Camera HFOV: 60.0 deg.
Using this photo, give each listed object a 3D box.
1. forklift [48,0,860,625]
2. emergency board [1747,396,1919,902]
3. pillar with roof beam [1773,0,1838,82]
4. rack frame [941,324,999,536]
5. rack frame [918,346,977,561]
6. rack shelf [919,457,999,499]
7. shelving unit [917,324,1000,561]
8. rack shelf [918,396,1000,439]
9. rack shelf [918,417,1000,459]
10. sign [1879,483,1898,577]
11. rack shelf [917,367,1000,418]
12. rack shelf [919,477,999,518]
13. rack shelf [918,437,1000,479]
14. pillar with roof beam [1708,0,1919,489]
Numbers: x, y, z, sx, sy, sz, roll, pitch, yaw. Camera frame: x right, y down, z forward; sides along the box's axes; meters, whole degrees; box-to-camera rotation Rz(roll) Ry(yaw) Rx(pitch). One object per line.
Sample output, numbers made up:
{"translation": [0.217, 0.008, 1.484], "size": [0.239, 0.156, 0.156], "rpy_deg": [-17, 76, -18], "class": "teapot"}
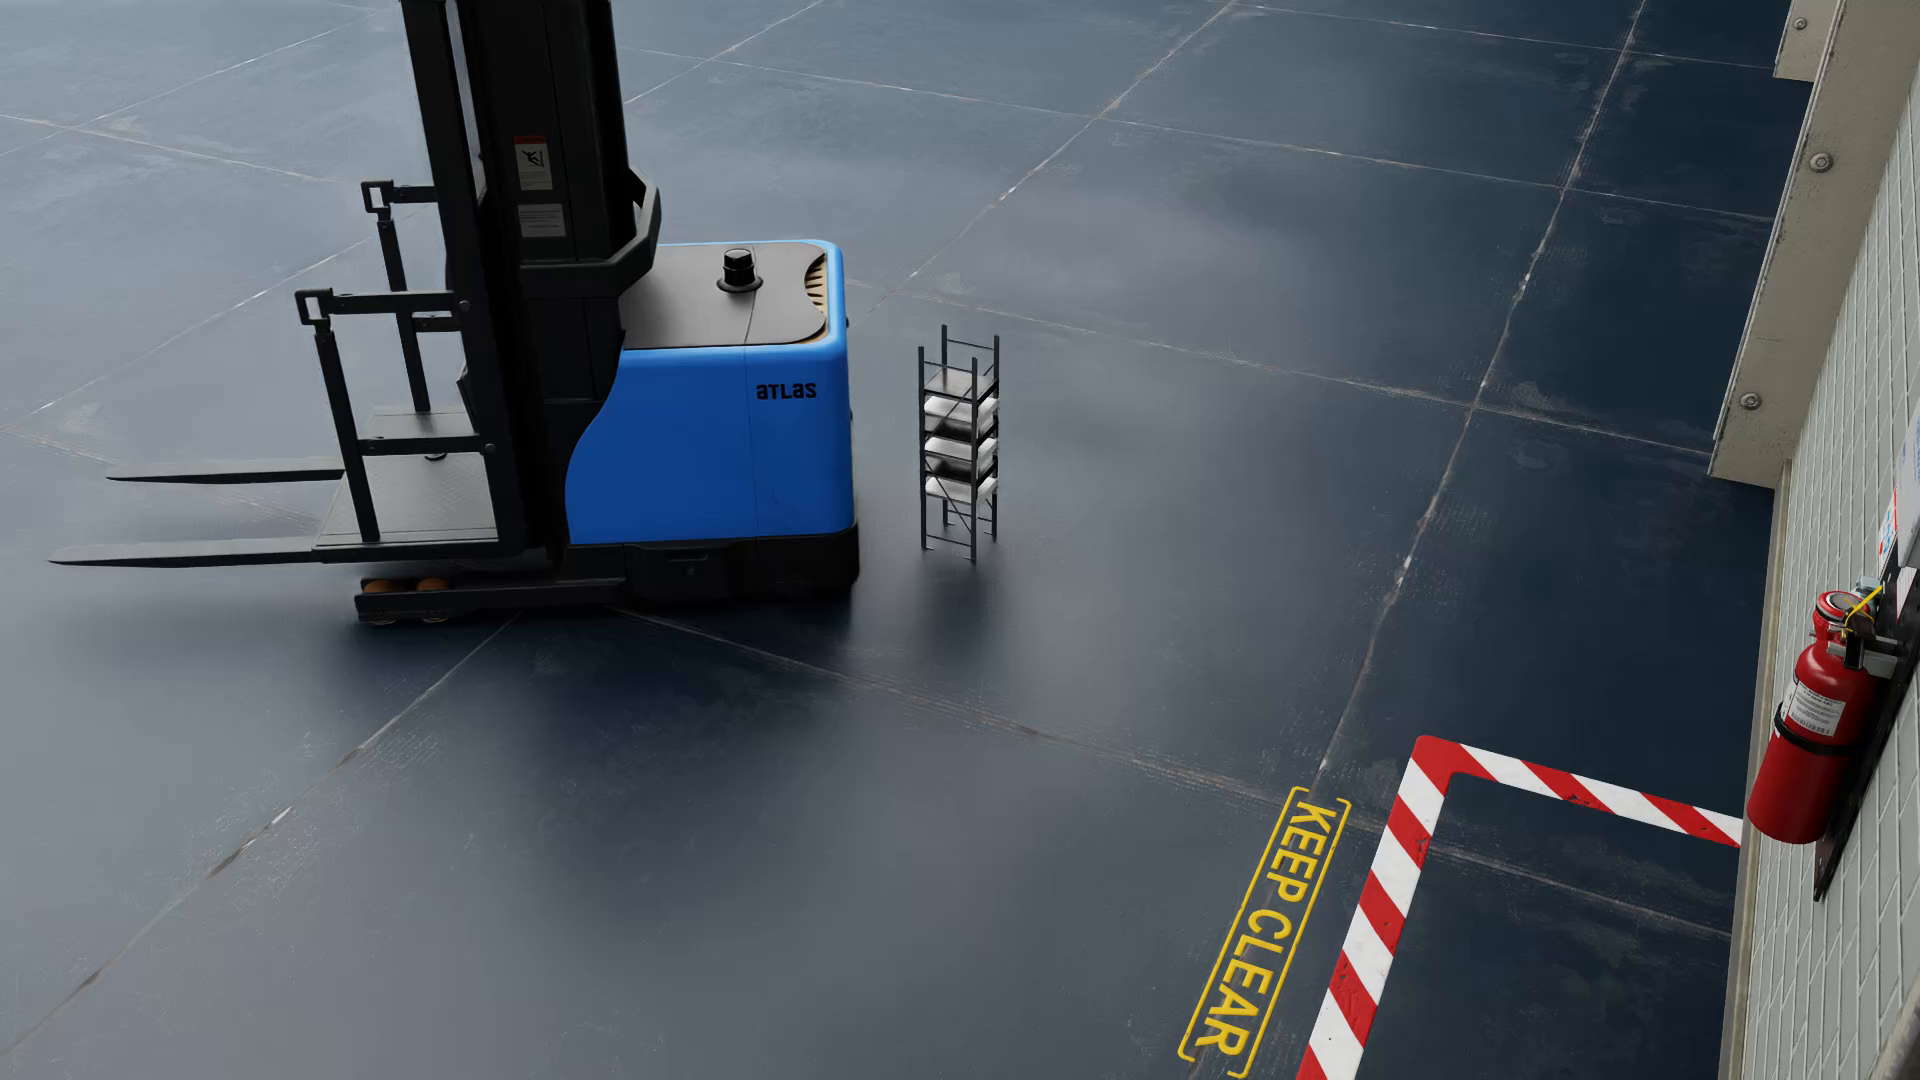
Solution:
{"translation": [-1.932, -1.208, 5.920], "size": [3.031, 2.935, 1.130], "rpy_deg": [-2, 33, -4], "class": "forklift"}
{"translation": [2.007, 0.169, 3.757], "size": [0.194, 1.169, 0.643], "rpy_deg": [14, 36, 20], "class": "emergency board"}
{"translation": [2.049, -8.082, 10.869], "size": [9.100, 9.000, 0.400], "rpy_deg": [14, 36, 20], "class": "pillar with roof beam"}
{"translation": [0.039, -0.423, 6.574], "size": [0.240, 0.900, 0.006], "rpy_deg": [14, 36, 20], "class": "rack frame"}
{"translation": [-0.046, -0.322, 6.420], "size": [0.240, 0.900, 0.006], "rpy_deg": [14, 36, 20], "class": "rack frame"}
{"translation": [-0.003, -0.269, 6.565], "size": [0.258, 0.077, 0.200], "rpy_deg": [14, 36, 20], "class": "rack shelf"}
{"translation": [-0.003, -0.372, 6.497], "size": [0.258, 0.900, 0.210], "rpy_deg": [14, 36, 20], "class": "shelving unit"}
{"translation": [-0.003, -0.495, 6.417], "size": [0.258, 0.077, 0.200], "rpy_deg": [14, 36, 20], "class": "rack shelf"}
{"translation": [-0.003, -0.420, 6.466], "size": [0.258, 0.077, 0.200], "rpy_deg": [14, 36, 20], "class": "rack shelf"}
{"translation": [2.332, -0.098, 4.131], "size": [0.001, 0.329, 0.234], "rpy_deg": [14, 36, 20], "class": "sign"}
{"translation": [-0.003, -0.570, 6.367], "size": [0.258, 0.077, 0.200], "rpy_deg": [14, 36, 20], "class": "rack shelf"}
{"translation": [-0.003, -0.194, 6.614], "size": [0.258, 0.077, 0.200], "rpy_deg": [14, 36, 20], "class": "rack shelf"}
{"translation": [-0.003, -0.344, 6.515], "size": [0.258, 0.077, 0.200], "rpy_deg": [14, 36, 20], "class": "rack shelf"}
{"translation": [-0.461, -5.094, 6.312], "size": [9.100, 9.000, 0.400], "rpy_deg": [14, 36, 20], "class": "pillar with roof beam"}
